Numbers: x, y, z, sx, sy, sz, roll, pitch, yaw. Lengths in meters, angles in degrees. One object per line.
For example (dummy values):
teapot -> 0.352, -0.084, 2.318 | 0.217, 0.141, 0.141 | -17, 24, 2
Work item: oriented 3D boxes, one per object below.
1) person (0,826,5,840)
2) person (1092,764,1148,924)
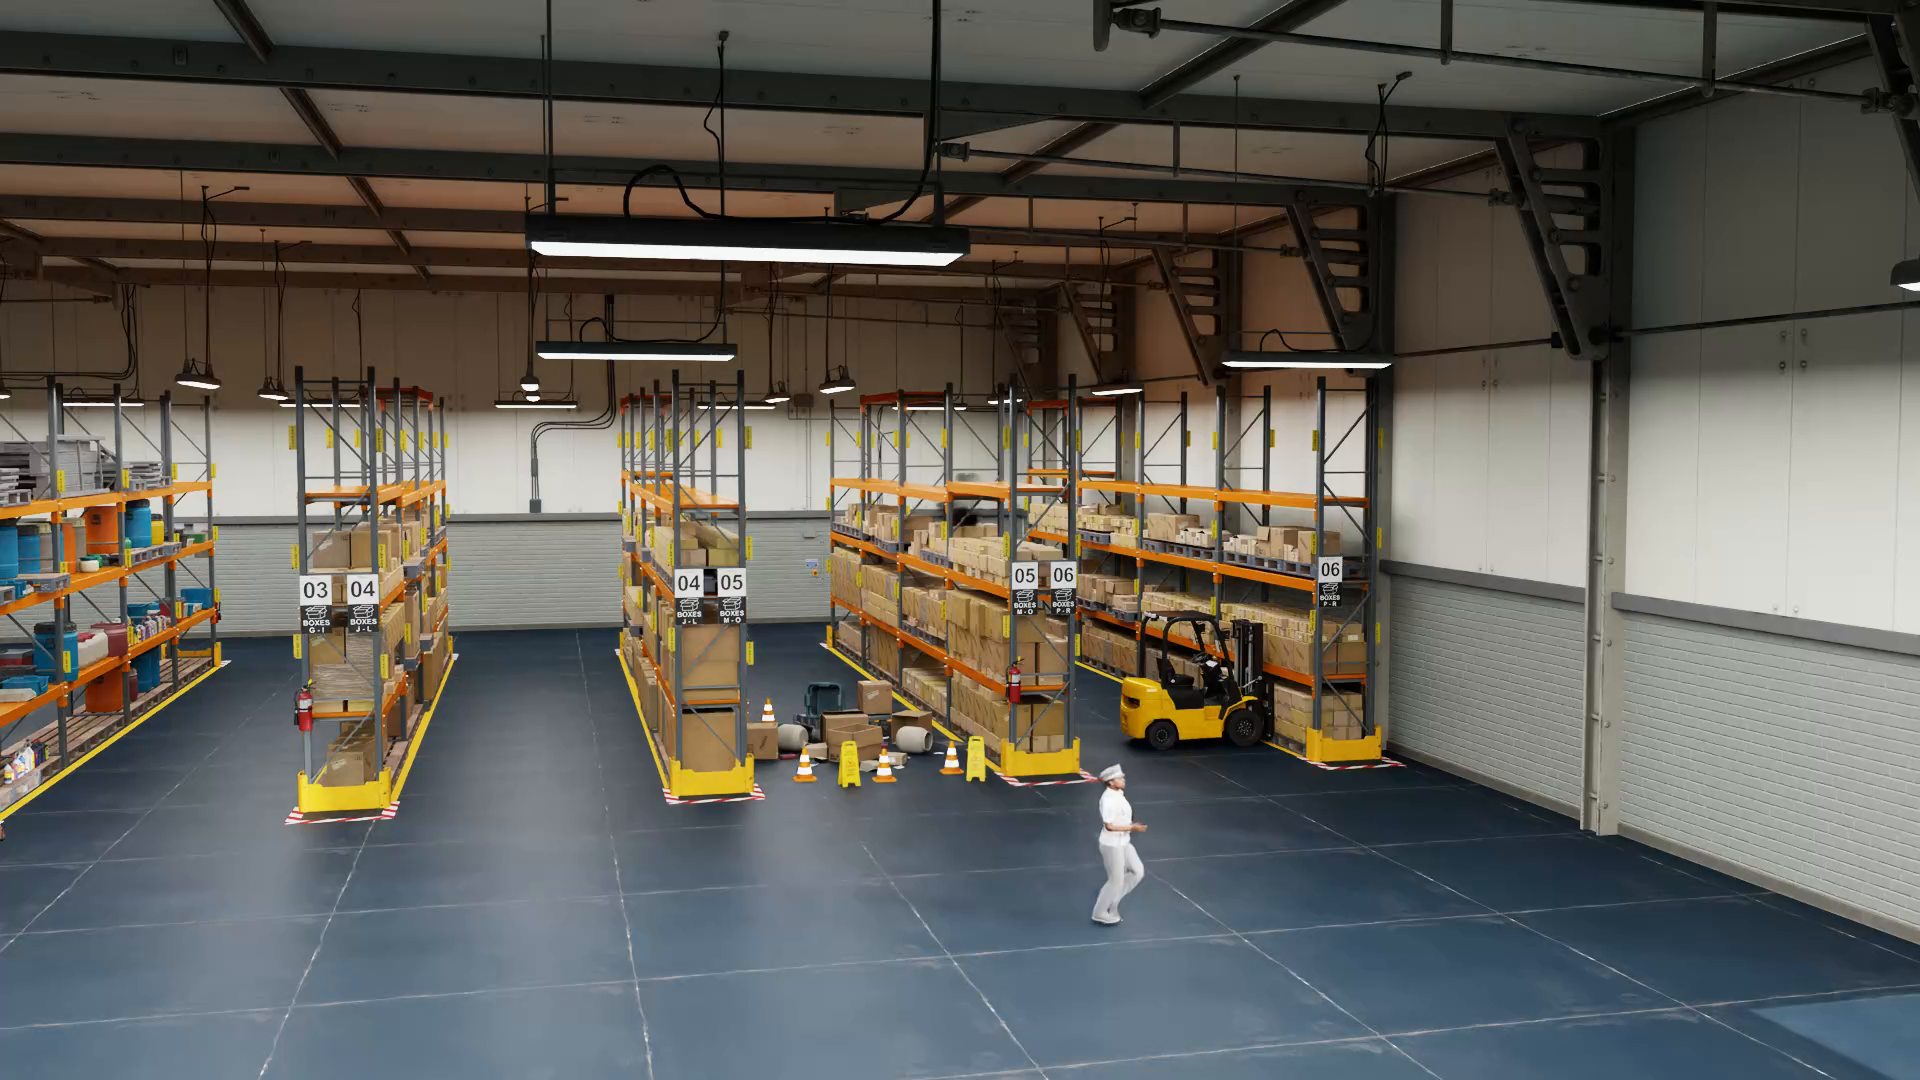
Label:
person -> -10.304, 3.116, 17.274 | 0.588, 1.723, 0.703 | 1, 4, 15
person -> 1.664, 3.138, 17.158 | 0.599, 1.681, 0.561 | 1, 4, 19
